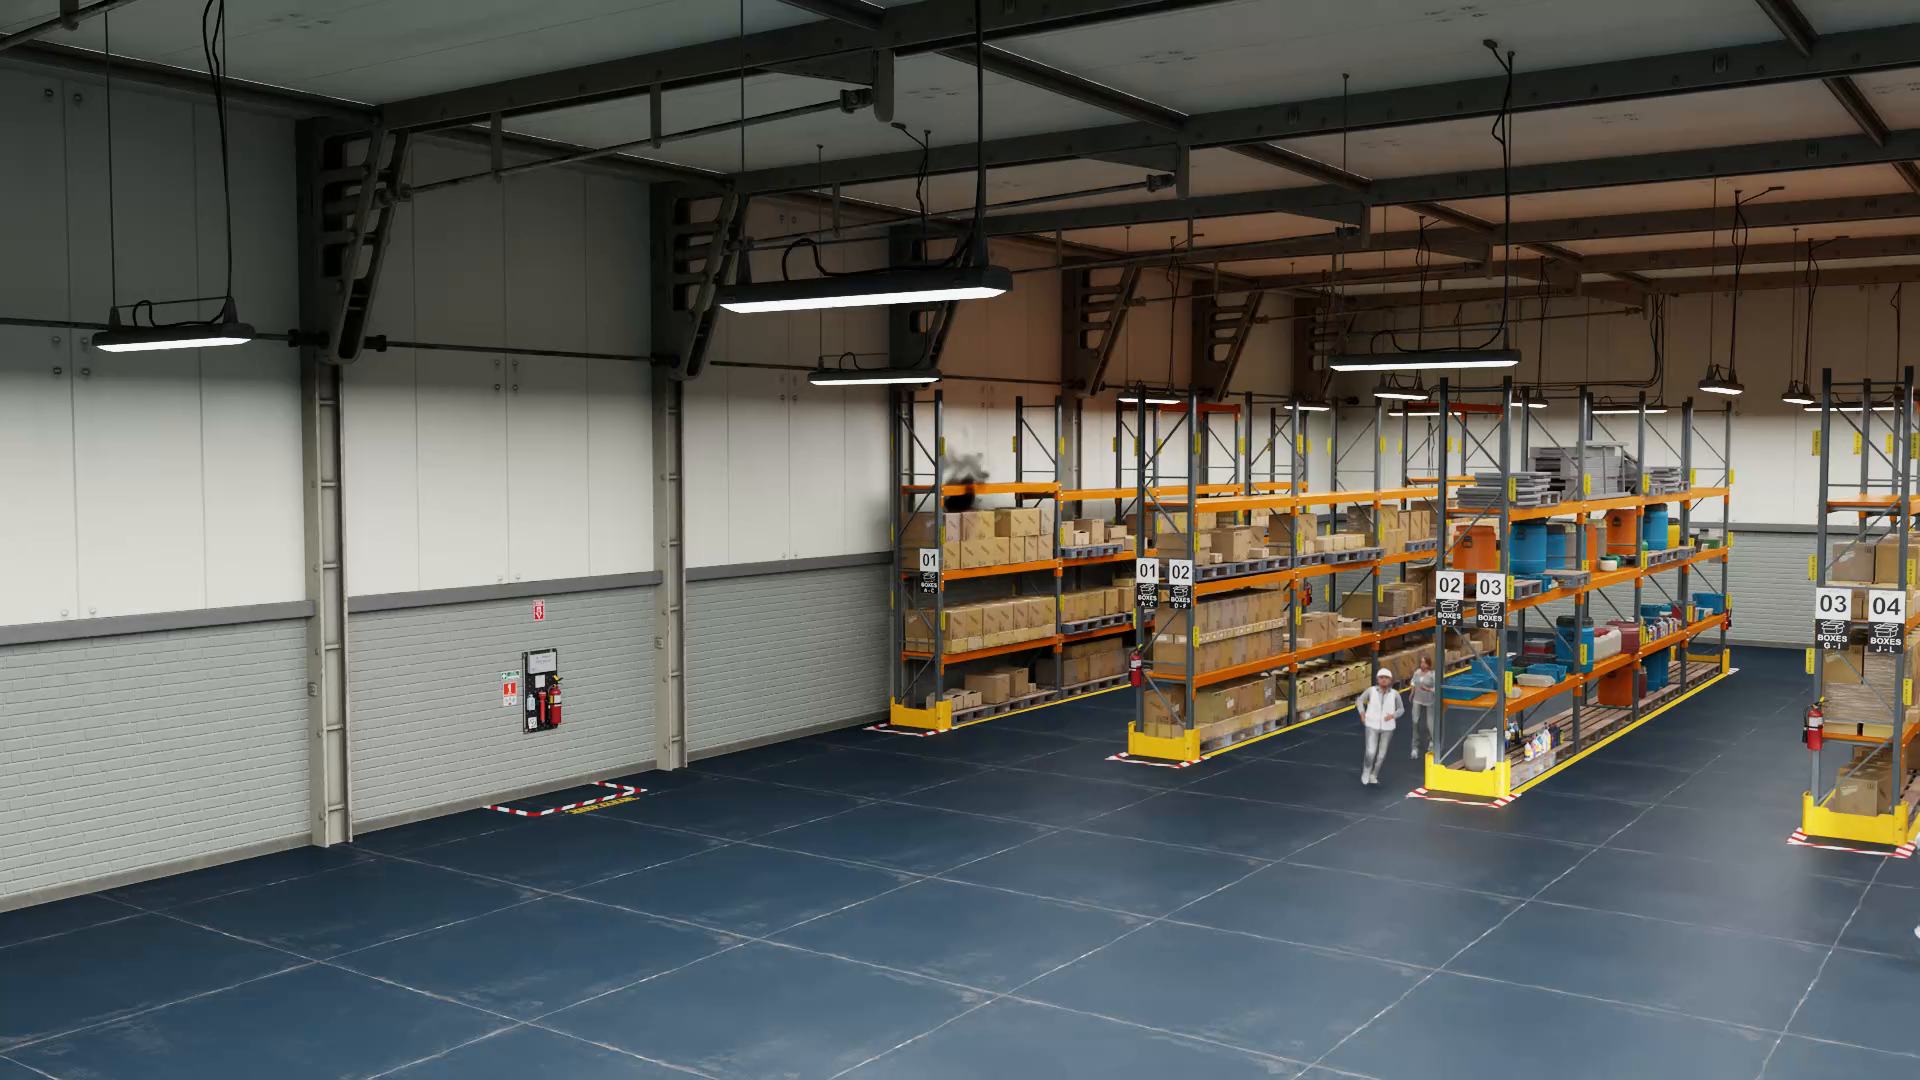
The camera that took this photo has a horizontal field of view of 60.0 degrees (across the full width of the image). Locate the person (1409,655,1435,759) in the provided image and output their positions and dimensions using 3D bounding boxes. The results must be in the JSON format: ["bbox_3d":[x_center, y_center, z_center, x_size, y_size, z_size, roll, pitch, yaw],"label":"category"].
[{"bbox_3d":[7.503,2.675,26.876,0.517,1.630,0.784,2,4,29],"label":"person"}]

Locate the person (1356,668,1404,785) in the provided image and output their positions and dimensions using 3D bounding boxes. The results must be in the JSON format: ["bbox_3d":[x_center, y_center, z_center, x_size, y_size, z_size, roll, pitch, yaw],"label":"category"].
[{"bbox_3d":[6.185,2.752,24.454,0.684,1.737,0.586,1,3,10],"label":"person"}]
